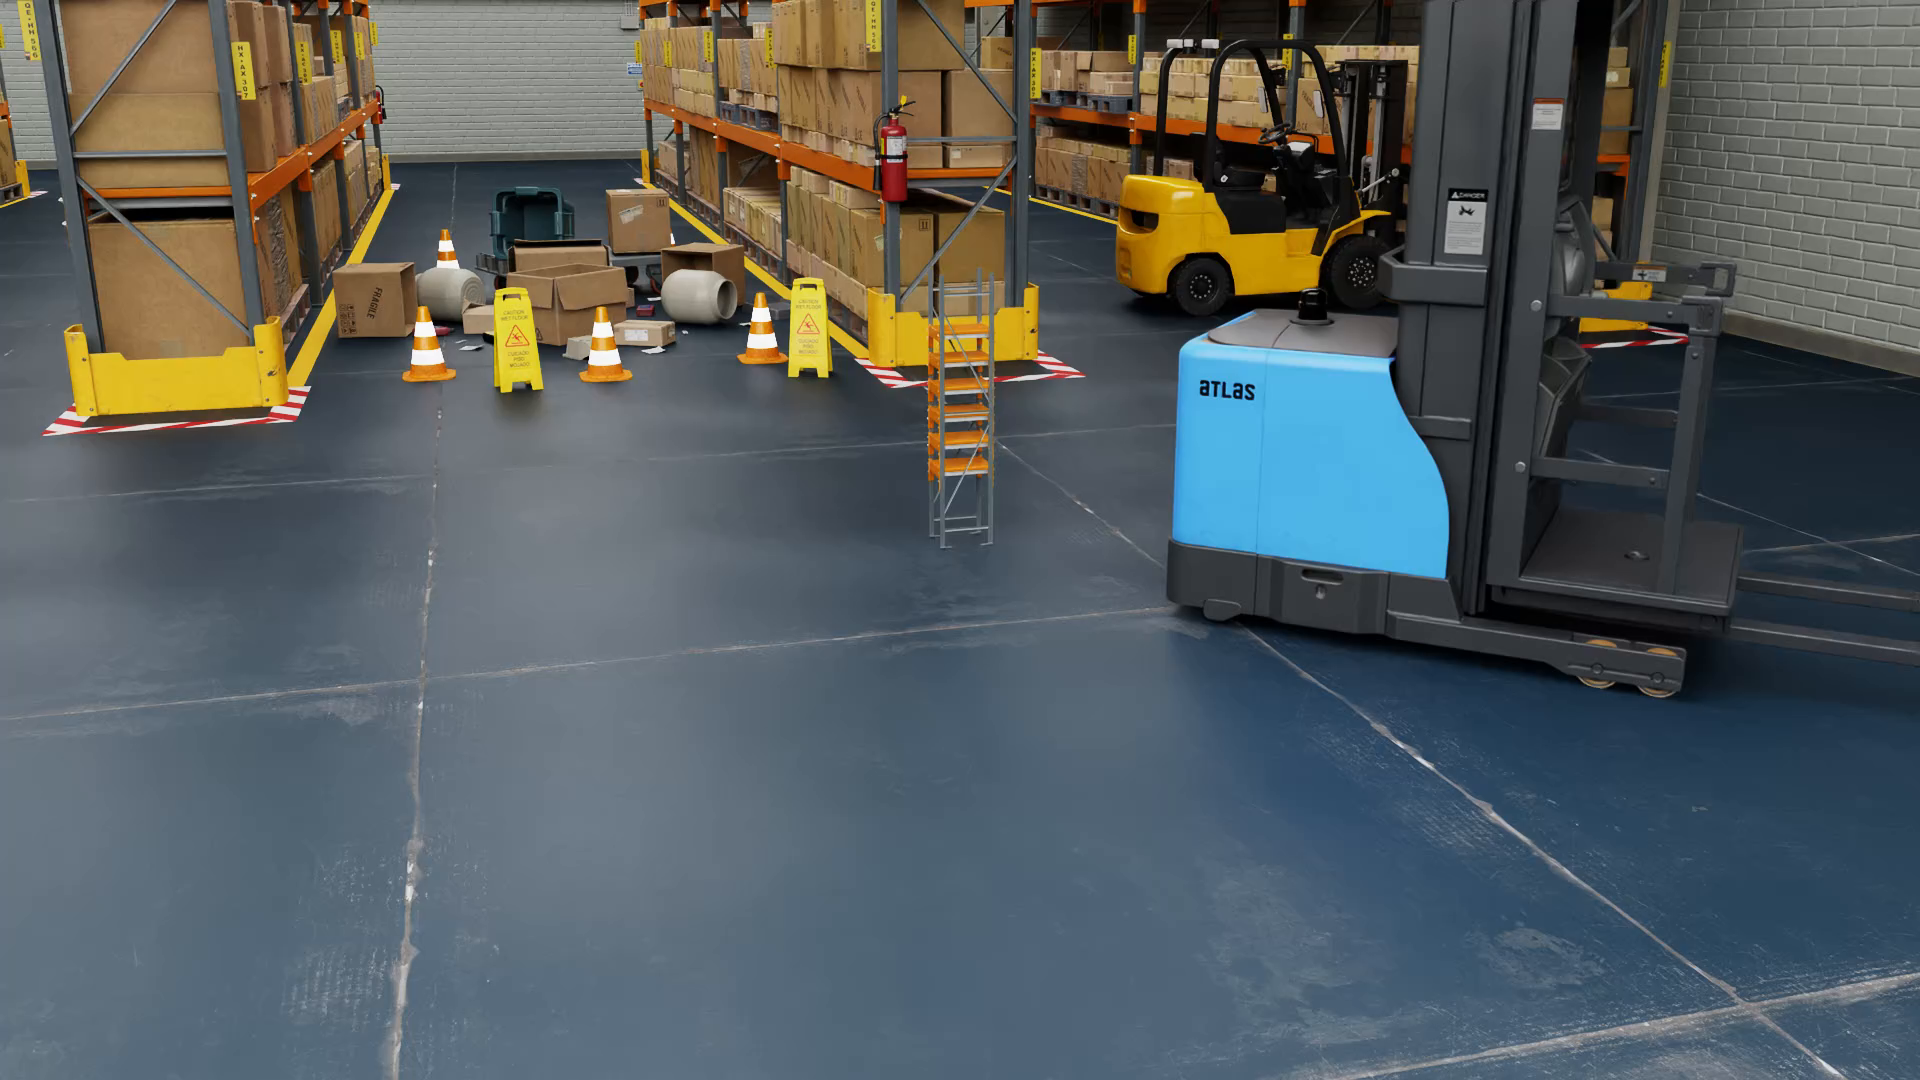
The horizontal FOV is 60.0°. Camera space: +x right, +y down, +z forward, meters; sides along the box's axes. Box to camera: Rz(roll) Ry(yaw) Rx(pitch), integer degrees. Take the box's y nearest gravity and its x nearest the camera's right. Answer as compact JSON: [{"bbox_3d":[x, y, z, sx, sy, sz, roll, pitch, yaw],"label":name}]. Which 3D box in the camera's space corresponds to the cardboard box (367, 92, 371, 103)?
[{"bbox_3d":[-8.583,-6.297,23.639,0.380,0.149,0.250,-4,17,-14],"label":"cardboard box"}]

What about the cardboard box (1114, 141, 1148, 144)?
[{"bbox_3d":[2.265,-5.209,22.067,0.380,0.149,0.250,-5,18,-17],"label":"cardboard box"}]

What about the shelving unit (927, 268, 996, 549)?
[{"bbox_3d":[0.004,-0.571,7.266,0.258,1.200,0.189,-5,17,-15],"label":"shelving unit"}]

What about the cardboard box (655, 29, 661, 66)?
[{"bbox_3d":[-3.998,-6.924,23.375,0.500,0.500,0.500,-4,17,-15],"label":"cardboard box"}]

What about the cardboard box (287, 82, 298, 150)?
[{"bbox_3d":[-5.742,-3.346,13.115,0.875,0.550,0.550,-5,17,-15],"label":"cardboard box"}]

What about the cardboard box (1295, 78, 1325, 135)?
[{"bbox_3d":[3.519,-4.092,15.687,0.500,0.500,0.500,-5,17,-17],"label":"cardboard box"}]

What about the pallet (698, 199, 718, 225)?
[{"bbox_3d":[-2.699,-4.126,20.821,1.003,0.211,1.213,-5,17,-15],"label":"pallet"}]

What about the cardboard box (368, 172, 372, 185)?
[{"bbox_3d":[-7.846,-4.692,21.565,0.380,0.149,0.250,-4,17,-13],"label":"cardboard box"}]

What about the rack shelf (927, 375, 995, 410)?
[{"bbox_3d":[0.004,-0.643,7.244,0.258,0.103,0.180,-5,17,-15],"label":"rack shelf"}]

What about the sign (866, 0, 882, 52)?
[{"bbox_3d":[-0.563,-3.355,10.846,0.100,0.325,0.005,-5,17,-15],"label":"sign"}]

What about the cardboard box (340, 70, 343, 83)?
[{"bbox_3d":[-7.536,-5.500,19.737,0.380,0.149,0.250,-5,18,-17],"label":"cardboard box"}]

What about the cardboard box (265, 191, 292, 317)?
[{"bbox_3d":[-5.498,-2.130,12.292,0.875,0.875,0.875,-5,17,-15],"label":"cardboard box"}]

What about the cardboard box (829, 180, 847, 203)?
[{"bbox_3d":[-0.797,-2.682,12.785,0.380,0.149,0.250,-4,17,-13],"label":"cardboard box"}]

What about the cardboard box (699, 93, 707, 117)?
[{"bbox_3d":[-2.767,-5.088,19.438,0.500,0.250,0.500,-4,17,-14],"label":"cardboard box"}]

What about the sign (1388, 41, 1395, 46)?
[{"bbox_3d":[4.181,-4.685,16.191,0.100,0.325,0.005,-5,17,-15],"label":"sign"}]

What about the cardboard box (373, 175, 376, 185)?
[{"bbox_3d":[-8.383,-5.048,23.268,0.380,0.149,0.250,-4,17,-14],"label":"cardboard box"}]

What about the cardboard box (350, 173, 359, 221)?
[{"bbox_3d":[-7.045,-3.840,18.637,0.500,0.500,0.500,-4,17,-15],"label":"cardboard box"}]

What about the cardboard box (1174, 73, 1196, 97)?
[{"bbox_3d":[2.699,-5.035,18.391,0.500,0.250,0.500,-5,17,-17],"label":"cardboard box"}]

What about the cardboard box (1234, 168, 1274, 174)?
[{"bbox_3d":[3.288,-3.610,17.654,0.875,0.625,0.625,-5,17,-16],"label":"cardboard box"}]

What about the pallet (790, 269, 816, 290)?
[{"bbox_3d":[-0.905,-2.276,14.661,1.003,0.211,1.213,-5,17,-15],"label":"pallet"}]

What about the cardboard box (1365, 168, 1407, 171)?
[{"bbox_3d":[3.969,-3.430,15.968,0.500,0.250,0.500,-4,17,-14],"label":"cardboard box"}]

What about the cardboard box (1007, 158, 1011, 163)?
[{"bbox_3d":[0.916,-5.522,24.643,0.396,0.266,0.258,-4,17,-13],"label":"cardboard box"}]

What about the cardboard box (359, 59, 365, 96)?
[{"bbox_3d":[-8.090,-6.071,21.759,0.500,0.500,0.500,-5,17,-15],"label":"cardboard box"}]

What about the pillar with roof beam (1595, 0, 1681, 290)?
[{"bbox_3d":[1.283,-5.878,11.378,9.100,9.000,0.400,-5,17,-15],"label":"pillar with roof beam"}]

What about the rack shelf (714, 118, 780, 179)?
[{"bbox_3d":[-1.673,-4.003,16.814,1.077,0.370,4.000,-5,17,-15],"label":"rack shelf"}]

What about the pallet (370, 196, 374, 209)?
[{"bbox_3d":[-8.272,-4.435,21.850,1.003,0.211,1.213,-5,17,-15],"label":"pallet"}]

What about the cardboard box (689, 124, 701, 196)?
[{"bbox_3d":[-3.075,-5.025,21.931,0.875,0.875,0.875,-4,17,-14],"label":"cardboard box"}]

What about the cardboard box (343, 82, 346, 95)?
[{"bbox_3d":[-7.616,-5.433,20.033,0.380,0.149,0.250,-5,17,-15],"label":"cardboard box"}]

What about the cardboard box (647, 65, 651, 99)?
[{"bbox_3d":[-4.400,-6.868,24.929,0.500,0.500,0.500,-5,17,-16],"label":"cardboard box"}]

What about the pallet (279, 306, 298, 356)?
[{"bbox_3d":[-5.382,-1.485,12.028,1.003,0.211,1.213,-5,17,-15],"label":"pallet"}]

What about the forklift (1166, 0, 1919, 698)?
[{"bbox_3d":[2.356,-1.041,5.822,3.031,2.935,1.130,8,19,25],"label":"forklift"}]

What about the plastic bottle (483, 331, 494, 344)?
[{"bbox_3d":[-3.470,-1.516,12.392,0.133,0.061,0.283,-12,20,-34],"label":"plastic bottle"}]

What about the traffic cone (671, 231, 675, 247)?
[{"bbox_3d":[-2.810,-2.812,16.008,0.336,0.463,0.334,-5,17,-15],"label":"traffic cone"}]

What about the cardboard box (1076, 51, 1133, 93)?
[{"bbox_3d":[1.922,-5.982,21.242,0.797,0.503,0.637,-5,17,-17],"label":"cardboard box"}]

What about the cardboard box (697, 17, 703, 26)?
[{"bbox_3d":[-3.681,-6.986,22.456,0.380,0.149,0.250,-4,17,-14],"label":"cardboard box"}]

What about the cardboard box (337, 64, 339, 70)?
[{"bbox_3d":[-7.475,-5.571,19.457,0.380,0.149,0.250,-5,18,-17],"label":"cardboard box"}]

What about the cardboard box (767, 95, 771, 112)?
[{"bbox_3d":[-1.586,-4.070,15.494,0.380,0.149,0.250,-5,17,-17],"label":"cardboard box"}]

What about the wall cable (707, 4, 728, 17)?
[{"bbox_3d":[-4.633,-9.273,31.344,0.588,1.984,0.122,-5,17,-15],"label":"wall cable"}]

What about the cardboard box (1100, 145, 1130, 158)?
[{"bbox_3d":[2.006,-4.951,21.209,0.380,0.149,0.250,-4,17,-14],"label":"cardboard box"}]

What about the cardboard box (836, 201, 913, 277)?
[{"bbox_3d":[-0.642,-2.276,12.562,0.500,0.500,0.500,-4,17,-13],"label":"cardboard box"}]

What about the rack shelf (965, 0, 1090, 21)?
[{"bbox_3d":[0.900,-8.046,25.060,1.077,0.370,4.000,-5,17,-15],"label":"rack shelf"}]

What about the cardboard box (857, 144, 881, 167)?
[{"bbox_3d":[-0.509,-2.715,11.714,0.380,0.149,0.250,-5,17,-16],"label":"cardboard box"}]

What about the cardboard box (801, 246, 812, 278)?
[{"bbox_3d":[-1.063,-2.347,14.101,0.500,0.250,0.500,-4,17,-12],"label":"cardboard box"}]

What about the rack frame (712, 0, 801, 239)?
[{"bbox_3d":[-2.223,-4.901,18.553,1.000,3.000,0.127,-5,17,-15],"label":"rack frame"}]

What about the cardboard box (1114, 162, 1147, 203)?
[{"bbox_3d":[2.226,-4.398,20.495,0.500,0.500,0.500,-4,17,-14],"label":"cardboard box"}]

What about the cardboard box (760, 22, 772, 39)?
[{"bbox_3d":[-1.669,-4.796,15.655,0.380,0.149,0.250,-5,17,-17],"label":"cardboard box"}]

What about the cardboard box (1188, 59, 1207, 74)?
[{"bbox_3d":[2.718,-5.185,18.198,0.380,0.149,0.250,-4,17,-14],"label":"cardboard box"}]

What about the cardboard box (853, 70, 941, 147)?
[{"bbox_3d":[-0.438,-3.006,11.556,0.500,0.500,0.500,-5,17,-16],"label":"cardboard box"}]

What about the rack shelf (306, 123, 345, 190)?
[{"bbox_3d":[-6.405,-3.584,15.419,1.077,0.370,4.000,-5,17,-15],"label":"rack shelf"}]

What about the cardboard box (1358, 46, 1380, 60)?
[{"bbox_3d":[3.757,-4.293,14.712,0.380,0.149,0.250,-5,17,-16],"label":"cardboard box"}]

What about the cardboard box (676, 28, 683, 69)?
[{"bbox_3d":[-3.311,-6.251,21.136,0.500,0.500,0.500,-5,17,-16],"label":"cardboard box"}]

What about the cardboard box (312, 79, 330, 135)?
[{"bbox_3d":[-6.154,-4.008,15.407,0.500,0.500,0.500,-4,17,-14],"label":"cardboard box"}]

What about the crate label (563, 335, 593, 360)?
[{"bbox_3d":[-2.632,-1.364,11.757,0.298,0.136,0.250,16,23,42],"label":"crate label"}]
